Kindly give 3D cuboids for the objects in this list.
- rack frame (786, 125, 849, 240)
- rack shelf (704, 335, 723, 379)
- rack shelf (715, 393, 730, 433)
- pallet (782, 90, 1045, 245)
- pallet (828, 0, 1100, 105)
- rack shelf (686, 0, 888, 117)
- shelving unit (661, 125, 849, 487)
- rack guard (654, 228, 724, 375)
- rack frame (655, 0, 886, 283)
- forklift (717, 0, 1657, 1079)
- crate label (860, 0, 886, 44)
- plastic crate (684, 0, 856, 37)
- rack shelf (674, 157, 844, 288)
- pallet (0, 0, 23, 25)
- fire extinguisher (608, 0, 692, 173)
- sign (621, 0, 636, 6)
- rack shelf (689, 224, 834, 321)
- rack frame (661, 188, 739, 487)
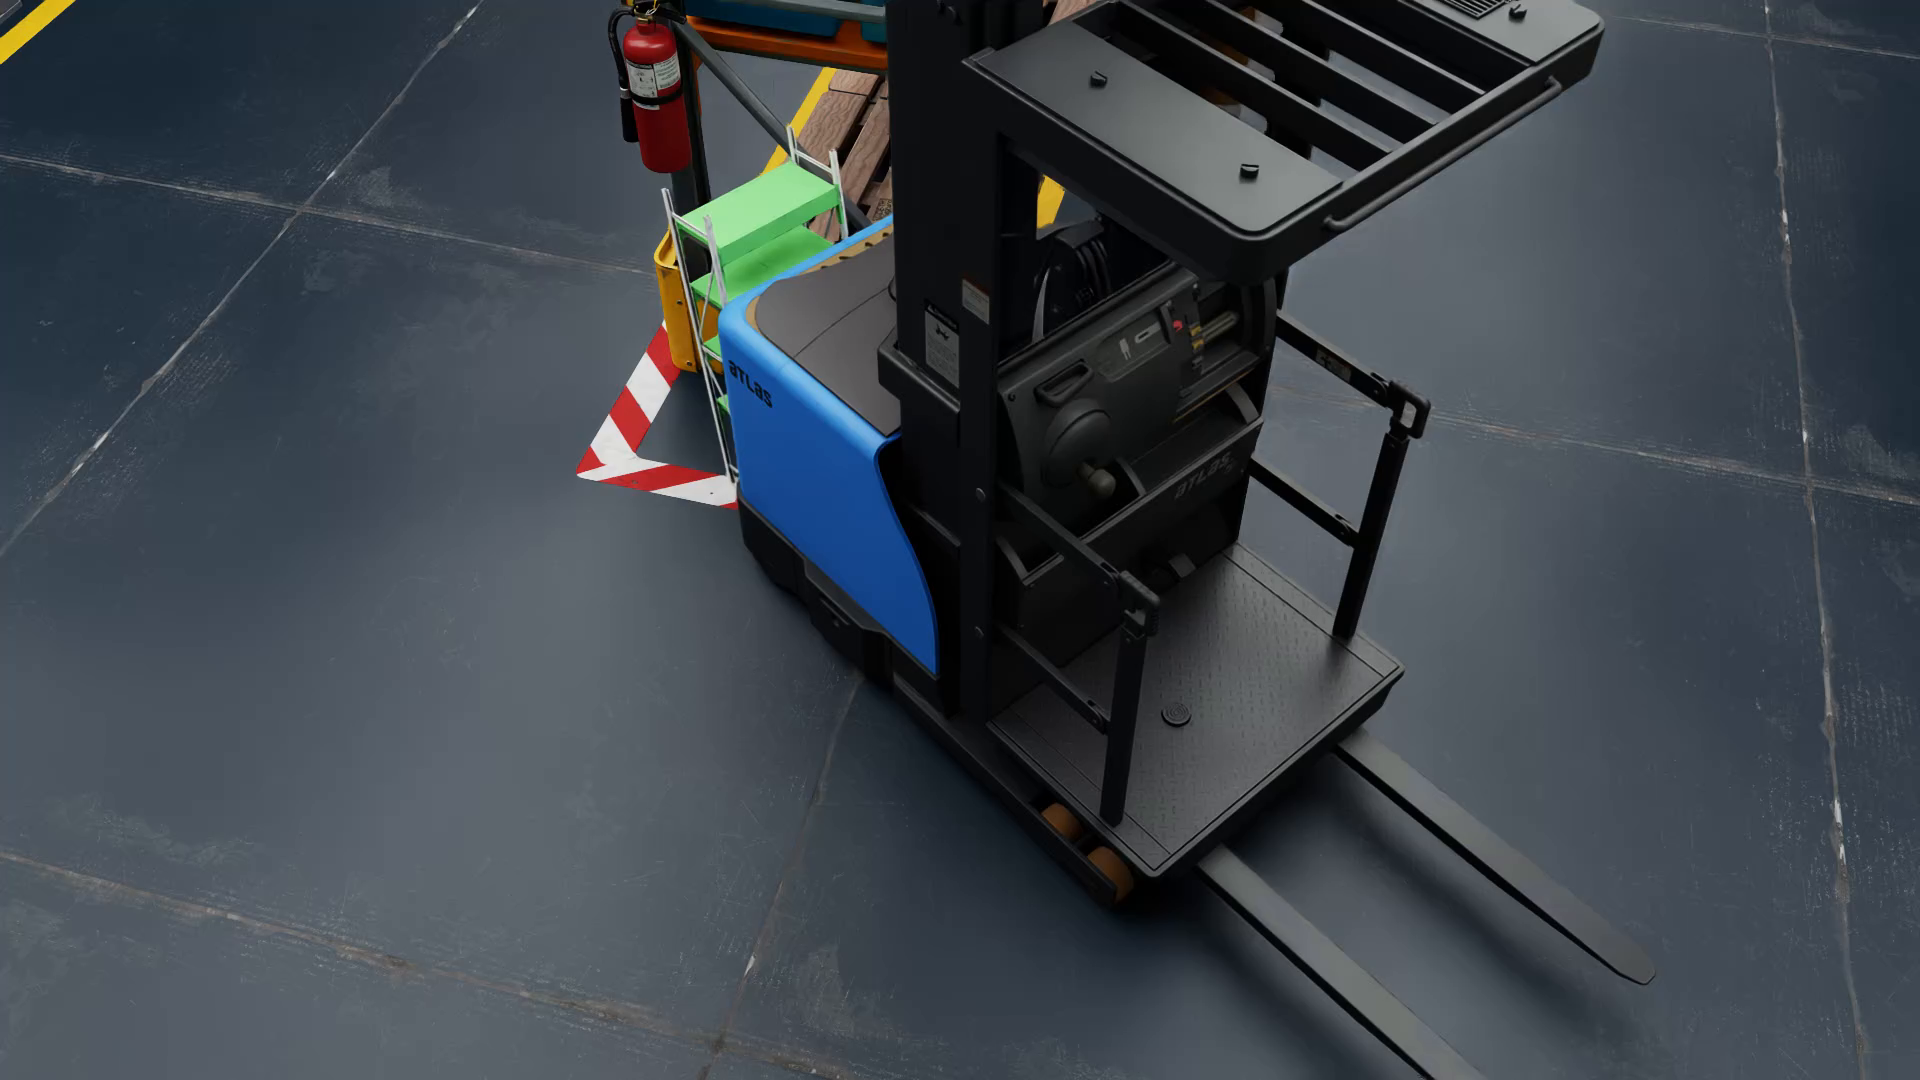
[{"bbox_3d":[-0.425,-0.835,5.671,0.015,1.200,0.240,-34,50,-27],"label":"rack frame"},{"bbox_3d":[-0.600,-0.666,5.606,0.480,0.148,0.258,-34,50,-27],"label":"rack shelf"},{"bbox_3d":[-0.582,-0.493,5.770,0.480,0.148,0.258,-34,50,-27],"label":"rack shelf"},{"bbox_3d":[-0.259,-1.348,6.799,1.003,0.211,1.213,12,50,10],"label":"pallet"},{"bbox_3d":[0.064,-2.228,7.575,1.003,0.211,1.213,12,50,10],"label":"pallet"},{"bbox_3d":[0.013,-2.890,6.780,1.077,0.370,4.000,12,50,10],"label":"rack shelf"},{"bbox_3d":[-0.605,-0.712,5.562,0.503,1.200,0.258,-34,50,-27],"label":"shelving unit"},{"bbox_3d":[-0.507,-0.835,6.153,1.175,0.500,0.348,12,50,10],"label":"rack guard"},{"bbox_3d":[-0.514,-1.682,5.234,1.000,3.000,0.127,12,50,10],"label":"rack frame"},{"bbox_3d":[0.611,-0.356,4.109,1.130,2.935,3.031,-33,56,-26],"label":"forklift"},{"bbox_3d":[-0.131,-1.760,5.374,0.416,0.233,0.303,12,50,10],"label":"crate label"},{"bbox_3d":[-0.606,-1.992,5.444,0.616,0.435,0.499,12,50,10],"label":"plastic crate"},{"bbox_3d":[-0.638,-1.013,5.276,0.480,0.148,0.258,-34,50,-27],"label":"rack shelf"},{"bbox_3d":[-5.157,-2.330,7.666,1.003,0.211,1.213,12,50,10],"label":"pallet"},{"bbox_3d":[-0.992,-1.513,5.385,0.296,0.674,0.183,12,50,10],"label":"fire extinguisher"},{"bbox_3d":[-1.049,-1.833,5.258,0.100,0.325,0.005,12,50,10],"label":"sign"},{"bbox_3d":[-0.619,-0.840,5.441,0.480,0.148,0.258,-34,50,-27],"label":"rack shelf"},{"bbox_3d":[-0.786,-0.589,5.453,0.015,1.200,0.240,-34,50,-27],"label":"rack frame"}]
